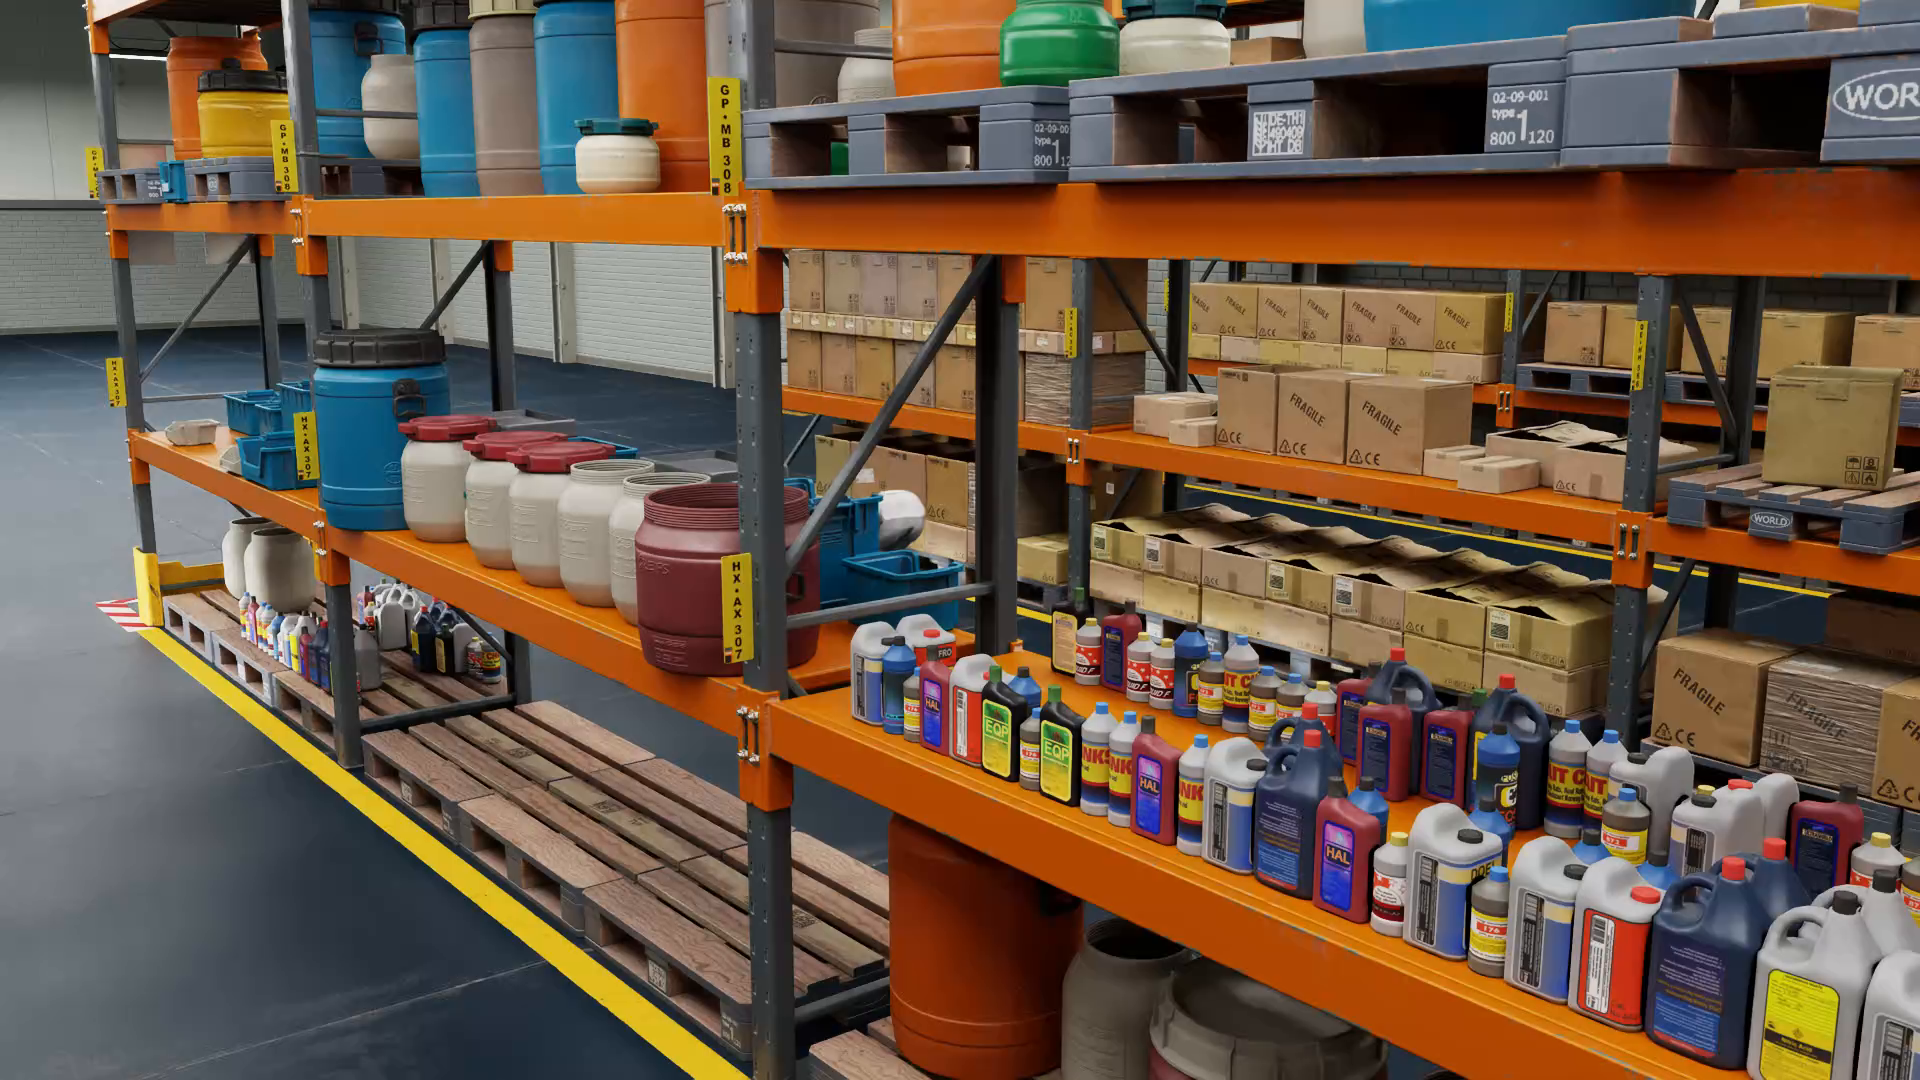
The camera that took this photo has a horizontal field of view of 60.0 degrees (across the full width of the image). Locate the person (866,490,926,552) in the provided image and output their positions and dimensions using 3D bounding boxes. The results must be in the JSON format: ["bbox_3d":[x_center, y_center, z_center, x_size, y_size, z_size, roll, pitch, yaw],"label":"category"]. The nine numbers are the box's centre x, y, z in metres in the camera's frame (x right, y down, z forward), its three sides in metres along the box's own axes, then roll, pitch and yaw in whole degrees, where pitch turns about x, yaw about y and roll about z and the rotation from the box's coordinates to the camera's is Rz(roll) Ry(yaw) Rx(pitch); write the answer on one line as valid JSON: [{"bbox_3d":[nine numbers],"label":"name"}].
[{"bbox_3d":[-0.601,0.090,11.419,0.438,0.919,0.880,-10,15,-40],"label":"person"}]
